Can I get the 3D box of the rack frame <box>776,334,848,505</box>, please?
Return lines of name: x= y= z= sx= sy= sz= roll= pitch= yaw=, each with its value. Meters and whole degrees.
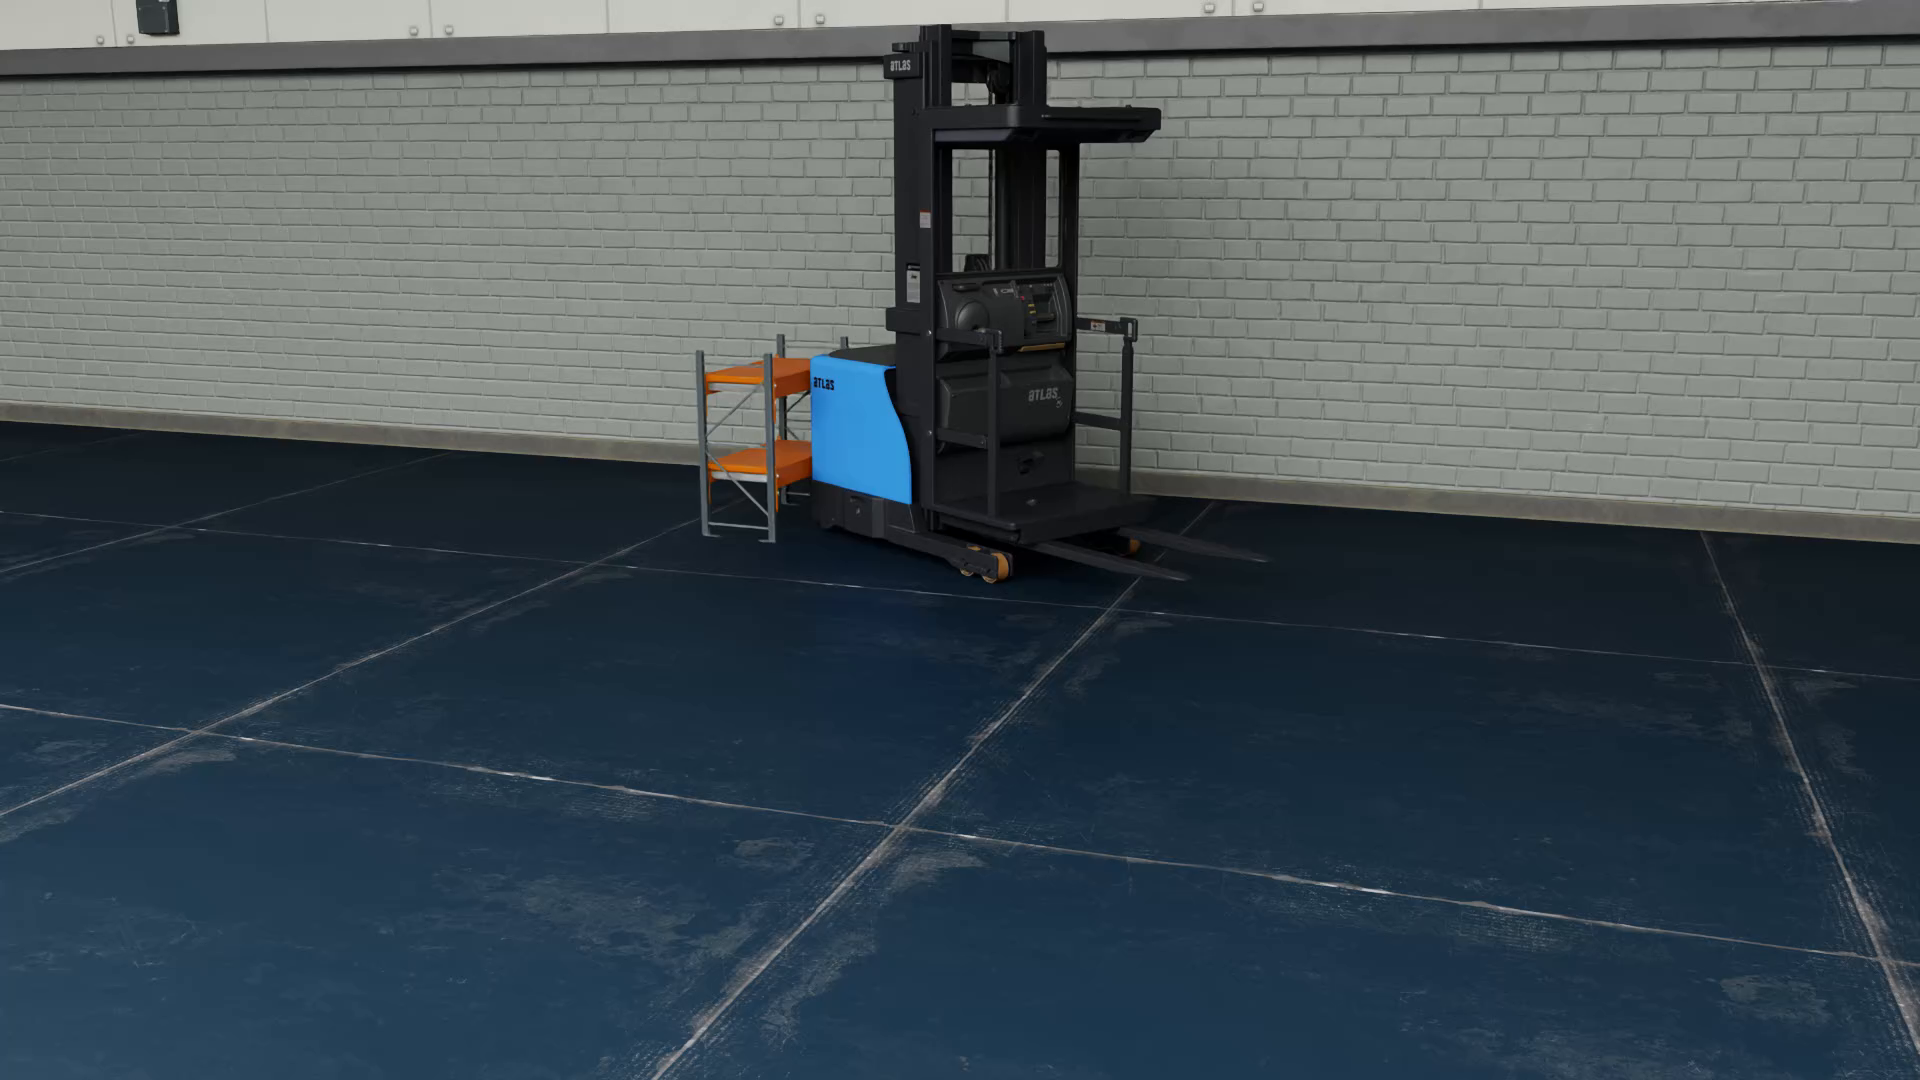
rack frame: x=-0.956 y=-0.769 z=10.828 sx=0.500 sy=1.125 sz=0.032 roll=5 pitch=14 yaw=21

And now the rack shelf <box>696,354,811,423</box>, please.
rack shelf: x=-1.143 y=-0.949 z=10.302 sx=0.538 sy=0.278 sz=1.000 roll=5 pitch=14 yaw=21

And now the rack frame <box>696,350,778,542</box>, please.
rack frame: x=-1.330 y=-0.558 z=9.906 sx=0.500 sy=1.125 sz=0.032 roll=5 pitch=14 yaw=21

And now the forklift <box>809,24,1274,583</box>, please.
forklift: x=0.395 y=-1.322 z=9.192 sx=1.130 sy=2.935 sz=3.031 roll=-10 pitch=16 yaw=-38

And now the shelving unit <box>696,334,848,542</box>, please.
shelving unit: x=-1.143 y=-0.664 z=10.367 sx=0.538 sy=1.125 sz=1.048 roll=5 pitch=14 yaw=21

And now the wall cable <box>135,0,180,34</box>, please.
wall cable: x=-5.387 y=-6.852 z=12.143 sx=2.305 sy=6.003 sz=0.169 roll=4 pitch=14 yaw=18

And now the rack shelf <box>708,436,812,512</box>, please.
rack shelf: x=-1.143 y=-0.425 z=10.422 sx=0.538 sy=0.278 sz=1.000 roll=5 pitch=14 yaw=21
